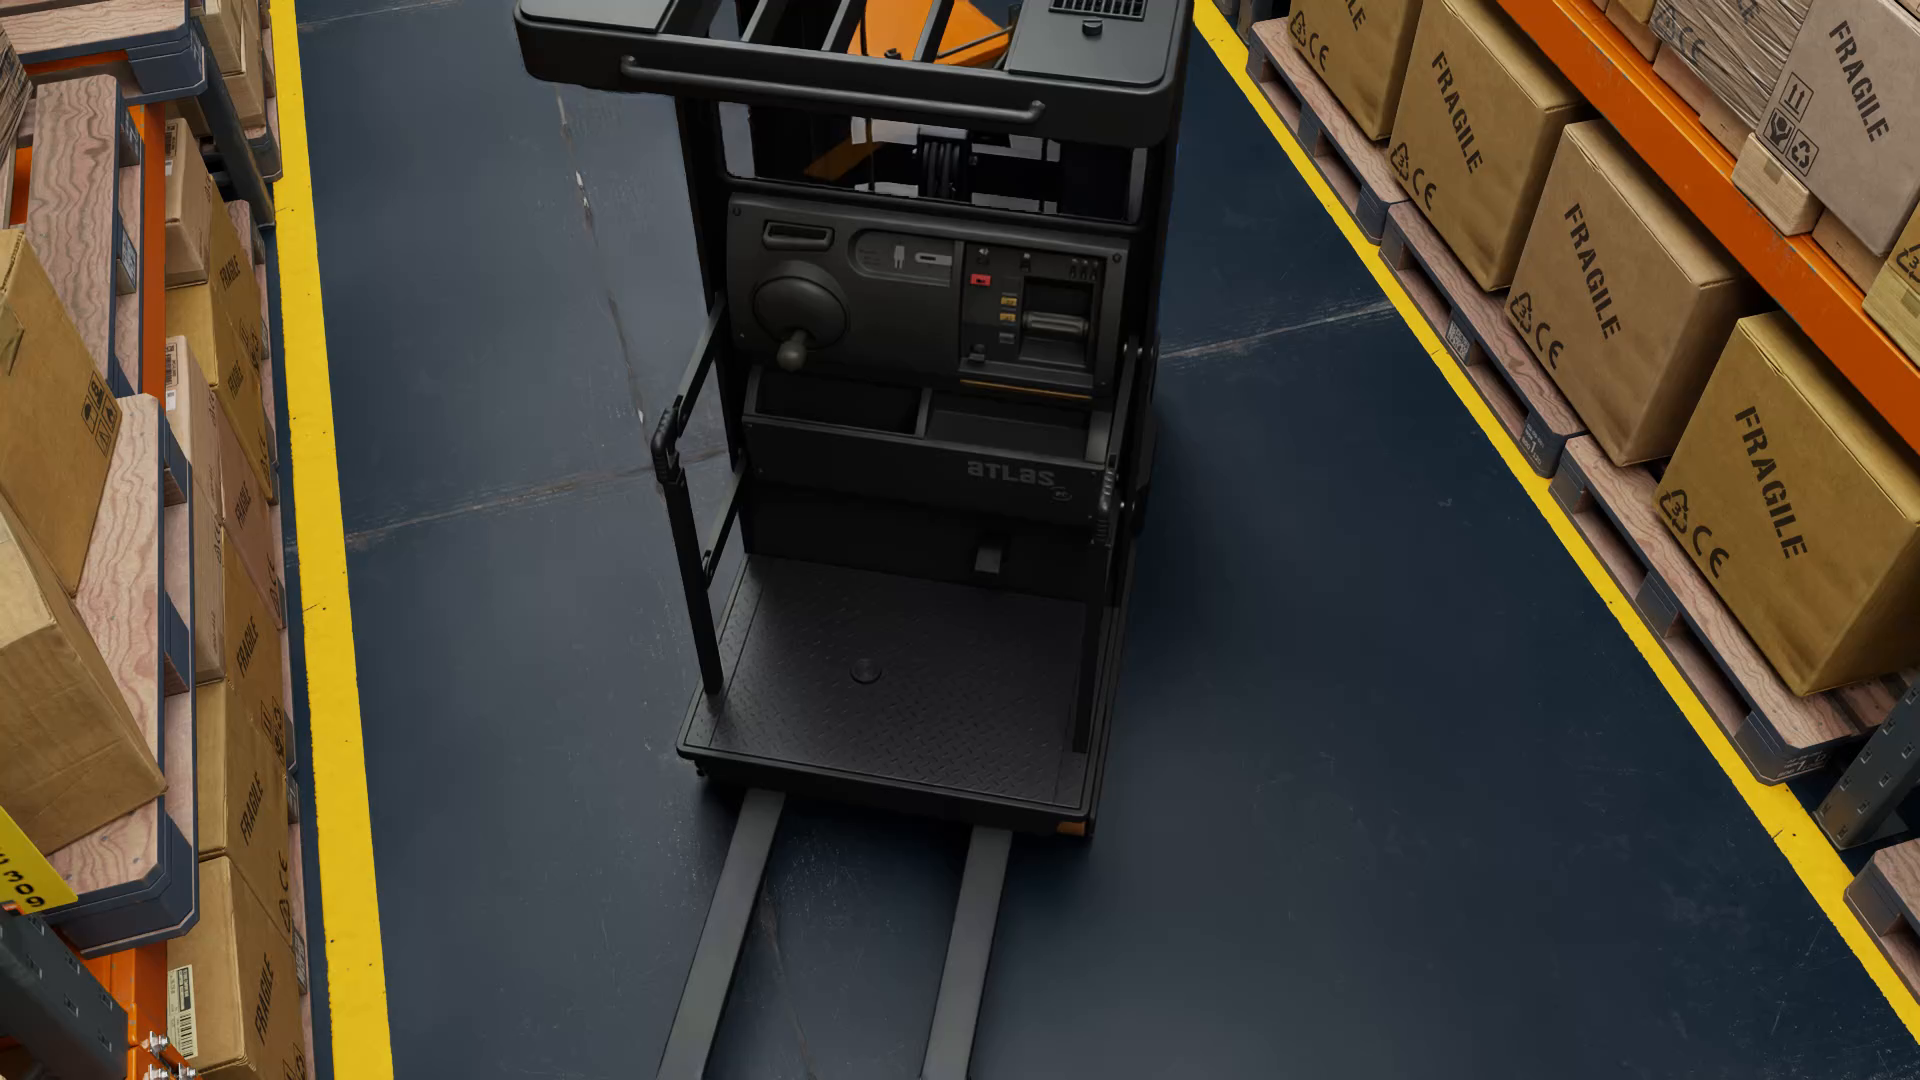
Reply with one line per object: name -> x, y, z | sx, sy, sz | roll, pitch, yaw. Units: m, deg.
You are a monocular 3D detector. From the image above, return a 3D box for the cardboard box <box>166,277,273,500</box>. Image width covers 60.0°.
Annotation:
cardboard box -> -2.409, -0.399, 4.972 | 0.500, 0.500, 0.500 | -15, 51, -12

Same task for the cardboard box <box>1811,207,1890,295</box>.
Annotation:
cardboard box -> 2.351, -0.759, 4.079 | 0.380, 0.149, 0.250 | -12, 51, -10

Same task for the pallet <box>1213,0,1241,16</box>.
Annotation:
pallet -> 1.439, -2.866, 7.528 | 1.003, 0.211, 1.213 | -13, 51, -11

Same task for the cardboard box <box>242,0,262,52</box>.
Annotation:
cardboard box -> -3.086, -2.136, 6.613 | 0.500, 0.250, 0.500 | -15, 51, -12

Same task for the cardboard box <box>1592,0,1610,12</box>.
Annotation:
cardboard box -> 2.009, -1.709, 4.880 | 0.380, 0.149, 0.250 | -13, 51, -11

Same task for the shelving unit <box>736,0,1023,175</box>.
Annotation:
shelving unit -> -0.292, -1.538, 5.811 | 0.538, 1.125, 1.048 | -27, 55, -21

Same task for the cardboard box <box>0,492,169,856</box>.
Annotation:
cardboard box -> -1.806, 0.286, 2.707 | 0.700, 0.500, 0.500 | -30, 56, -23

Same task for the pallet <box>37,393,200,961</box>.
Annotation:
pallet -> -2.011, 0.304, 3.157 | 1.003, 0.211, 1.213 | -13, 51, -11

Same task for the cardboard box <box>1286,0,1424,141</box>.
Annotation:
cardboard box -> 1.761, -2.069, 6.164 | 0.750, 0.750, 0.750 | -14, 51, -11

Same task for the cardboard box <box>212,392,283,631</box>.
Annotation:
cardboard box -> -2.248, -0.017, 4.650 | 0.500, 0.500, 0.500 | -15, 52, -12

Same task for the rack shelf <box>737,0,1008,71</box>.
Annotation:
rack shelf -> -0.292, -1.726, 5.587 | 0.538, 0.278, 1.000 | -27, 55, -21

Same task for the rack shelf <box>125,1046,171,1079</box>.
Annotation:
rack shelf -> -1.288, 2.543, 1.615 | 1.077, 0.370, 4.000 | -13, 51, -11

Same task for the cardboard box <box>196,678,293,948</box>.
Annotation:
cardboard box -> -1.958, 0.719, 4.029 | 0.500, 0.500, 0.500 | -13, 51, -10

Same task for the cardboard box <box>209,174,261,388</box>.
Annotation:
cardboard box -> -2.561, -0.777, 5.290 | 0.500, 0.500, 0.500 | -12, 51, -10

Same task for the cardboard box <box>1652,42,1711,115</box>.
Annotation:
cardboard box -> 2.147, -1.318, 4.551 | 0.380, 0.149, 0.250 | -15, 51, -12

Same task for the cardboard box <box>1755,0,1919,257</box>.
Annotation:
cardboard box -> 2.314, -1.057, 3.906 | 0.500, 0.500, 0.500 | -13, 51, -11

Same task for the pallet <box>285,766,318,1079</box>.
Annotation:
pallet -> -2.156, 1.164, 4.131 | 1.003, 0.211, 1.213 | -13, 51, -11

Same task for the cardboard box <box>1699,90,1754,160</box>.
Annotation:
cardboard box -> 2.207, -1.132, 4.394 | 0.380, 0.149, 0.250 | -13, 51, -11

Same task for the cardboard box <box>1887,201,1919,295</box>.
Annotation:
cardboard box -> 2.474, -0.687, 3.594 | 0.500, 0.500, 0.500 | -14, 51, -12

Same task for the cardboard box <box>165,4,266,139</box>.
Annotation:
cardboard box -> -2.937, -1.769, 6.303 | 0.500, 0.250, 0.500 | -13, 51, -11

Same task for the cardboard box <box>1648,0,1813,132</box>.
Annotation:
cardboard box -> 2.174, -1.426, 4.217 | 0.500, 0.500, 0.500 | -13, 51, -11

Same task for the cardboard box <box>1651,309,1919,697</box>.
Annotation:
cardboard box -> 2.535, -0.160, 4.554 | 0.750, 0.750, 0.750 | -13, 51, -11

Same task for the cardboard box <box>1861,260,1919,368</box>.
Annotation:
cardboard box -> 2.384, -0.560, 3.911 | 0.380, 0.149, 0.250 | -12, 51, -10

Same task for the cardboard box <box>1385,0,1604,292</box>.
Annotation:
cardboard box -> 2.014, -1.428, 5.624 | 0.750, 0.750, 0.750 | -14, 51, -11

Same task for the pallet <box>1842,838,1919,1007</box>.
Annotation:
pallet -> 3.002, 1.200, 4.101 | 1.003, 0.211, 1.213 | -13, 51, -11

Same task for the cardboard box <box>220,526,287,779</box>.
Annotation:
cardboard box -> -2.099, 0.352, 4.338 | 0.500, 0.500, 0.500 | -13, 51, -11

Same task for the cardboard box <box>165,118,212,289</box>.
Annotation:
cardboard box -> -2.541, -0.979, 4.970 | 0.500, 0.250, 0.500 | -12, 51, -10

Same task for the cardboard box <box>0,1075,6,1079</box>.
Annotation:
cardboard box -> -1.486, 1.125, 2.274 | 0.500, 0.500, 0.500 | -13, 51, -10

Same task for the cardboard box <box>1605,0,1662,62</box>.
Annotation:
cardboard box -> 2.080, -1.515, 4.717 | 0.380, 0.149, 0.250 | -12, 51, -10

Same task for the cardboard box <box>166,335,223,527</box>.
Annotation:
cardboard box -> -2.234, -0.232, 4.341 | 0.500, 0.250, 0.500 | -14, 51, -12

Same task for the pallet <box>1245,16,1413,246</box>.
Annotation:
pallet -> 1.830, -1.702, 6.547 | 1.003, 0.211, 1.213 | -13, 51, -11

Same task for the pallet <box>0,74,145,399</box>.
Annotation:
pallet -> -2.483, -0.590, 3.911 | 1.003, 0.211, 1.213 | -13, 51, -11

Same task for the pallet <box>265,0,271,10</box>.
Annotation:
pallet -> -3.626, -2.672, 7.364 | 1.003, 0.211, 1.213 | -13, 51, -11

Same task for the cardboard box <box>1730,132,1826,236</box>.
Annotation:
cardboard box -> 2.216, -0.939, 4.231 | 0.380, 0.149, 0.250 | -13, 51, -11

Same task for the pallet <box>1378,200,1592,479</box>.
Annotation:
pallet -> 2.187, -0.813, 5.797 | 1.003, 0.211, 1.213 | -13, 51, -11

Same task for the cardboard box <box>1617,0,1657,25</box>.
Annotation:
cardboard box -> 2.021, -1.790, 4.524 | 0.500, 0.500, 0.500 | -12, 51, -10

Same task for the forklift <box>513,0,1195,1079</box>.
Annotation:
forklift -> -0.123, -0.449, 3.712 | 1.130, 2.935, 3.031 | 8, 50, 7

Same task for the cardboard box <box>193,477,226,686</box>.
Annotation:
cardboard box -> -2.085, 0.134, 4.032 | 0.500, 0.250, 0.500 | -13, 51, -11

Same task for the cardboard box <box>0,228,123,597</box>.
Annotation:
cardboard box -> -2.070, -0.202, 3.118 | 0.700, 0.500, 0.500 | -6, 50, -5

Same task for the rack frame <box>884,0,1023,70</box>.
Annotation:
rack frame -> -0.012, -1.213, 5.537 | 0.500, 1.125, 0.032 | -27, 55, -21

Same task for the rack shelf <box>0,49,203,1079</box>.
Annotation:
rack shelf -> -2.471, -0.378, 4.078 | 1.077, 0.370, 4.000 | -13, 51, -11

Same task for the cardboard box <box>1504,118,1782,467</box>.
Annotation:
cardboard box -> 2.270, -0.809, 5.101 | 0.750, 0.750, 0.750 | -12, 51, -10

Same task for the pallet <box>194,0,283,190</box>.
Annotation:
pallet -> -3.268, -1.782, 6.614 | 1.003, 0.211, 1.213 | -13, 51, -11

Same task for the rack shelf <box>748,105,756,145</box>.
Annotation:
rack shelf -> -0.292, -1.380, 5.997 | 0.538, 0.278, 1.000 | -27, 55, -21

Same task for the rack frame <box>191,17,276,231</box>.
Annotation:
rack frame -> -3.062, -2.071, 5.034 | 1.000, 3.000, 0.127 | -13, 51, -11

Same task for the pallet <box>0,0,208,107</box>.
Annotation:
pallet -> -2.795, -1.530, 4.703 | 1.213, 0.211, 1.003 | -13, 51, -11

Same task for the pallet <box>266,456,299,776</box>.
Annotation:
pallet -> -2.520, 0.271, 4.883 | 1.003, 0.211, 1.213 | -13, 51, -11

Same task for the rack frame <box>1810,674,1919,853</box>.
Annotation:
rack frame -> 2.852, -0.272, 3.518 | 1.000, 3.000, 0.127 | -13, 51, -11

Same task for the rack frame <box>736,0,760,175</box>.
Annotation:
rack frame -> -0.573, -1.862, 6.084 | 0.500, 1.125, 0.032 | -27, 55, -21

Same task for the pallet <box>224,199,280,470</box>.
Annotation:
pallet -> -2.878, -0.618, 5.633 | 1.003, 0.211, 1.213 | -13, 51, -11

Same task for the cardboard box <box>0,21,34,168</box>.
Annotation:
cardboard box -> -2.680, -1.093, 3.869 | 0.700, 0.500, 0.500 | -5, 50, -4

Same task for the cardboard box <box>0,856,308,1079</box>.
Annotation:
cardboard box -> -1.790, 1.106, 3.703 | 0.500, 0.500, 0.500 | -15, 52, -13

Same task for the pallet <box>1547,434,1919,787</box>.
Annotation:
pallet -> 2.552, 0.080, 5.045 | 1.003, 0.211, 1.213 | -13, 51, -11

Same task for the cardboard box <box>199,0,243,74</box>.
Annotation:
cardboard box -> -2.937, -1.950, 6.089 | 0.500, 0.311, 0.500 | -12, 51, -10

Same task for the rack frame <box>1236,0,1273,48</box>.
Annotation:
rack frame -> 1.669, -3.194, 5.981 | 1.000, 3.000, 0.127 | -13, 51, -11

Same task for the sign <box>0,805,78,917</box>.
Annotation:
sign -> -1.363, 0.443, 2.348 | 0.100, 0.325, 0.005 | -13, 51, -11
